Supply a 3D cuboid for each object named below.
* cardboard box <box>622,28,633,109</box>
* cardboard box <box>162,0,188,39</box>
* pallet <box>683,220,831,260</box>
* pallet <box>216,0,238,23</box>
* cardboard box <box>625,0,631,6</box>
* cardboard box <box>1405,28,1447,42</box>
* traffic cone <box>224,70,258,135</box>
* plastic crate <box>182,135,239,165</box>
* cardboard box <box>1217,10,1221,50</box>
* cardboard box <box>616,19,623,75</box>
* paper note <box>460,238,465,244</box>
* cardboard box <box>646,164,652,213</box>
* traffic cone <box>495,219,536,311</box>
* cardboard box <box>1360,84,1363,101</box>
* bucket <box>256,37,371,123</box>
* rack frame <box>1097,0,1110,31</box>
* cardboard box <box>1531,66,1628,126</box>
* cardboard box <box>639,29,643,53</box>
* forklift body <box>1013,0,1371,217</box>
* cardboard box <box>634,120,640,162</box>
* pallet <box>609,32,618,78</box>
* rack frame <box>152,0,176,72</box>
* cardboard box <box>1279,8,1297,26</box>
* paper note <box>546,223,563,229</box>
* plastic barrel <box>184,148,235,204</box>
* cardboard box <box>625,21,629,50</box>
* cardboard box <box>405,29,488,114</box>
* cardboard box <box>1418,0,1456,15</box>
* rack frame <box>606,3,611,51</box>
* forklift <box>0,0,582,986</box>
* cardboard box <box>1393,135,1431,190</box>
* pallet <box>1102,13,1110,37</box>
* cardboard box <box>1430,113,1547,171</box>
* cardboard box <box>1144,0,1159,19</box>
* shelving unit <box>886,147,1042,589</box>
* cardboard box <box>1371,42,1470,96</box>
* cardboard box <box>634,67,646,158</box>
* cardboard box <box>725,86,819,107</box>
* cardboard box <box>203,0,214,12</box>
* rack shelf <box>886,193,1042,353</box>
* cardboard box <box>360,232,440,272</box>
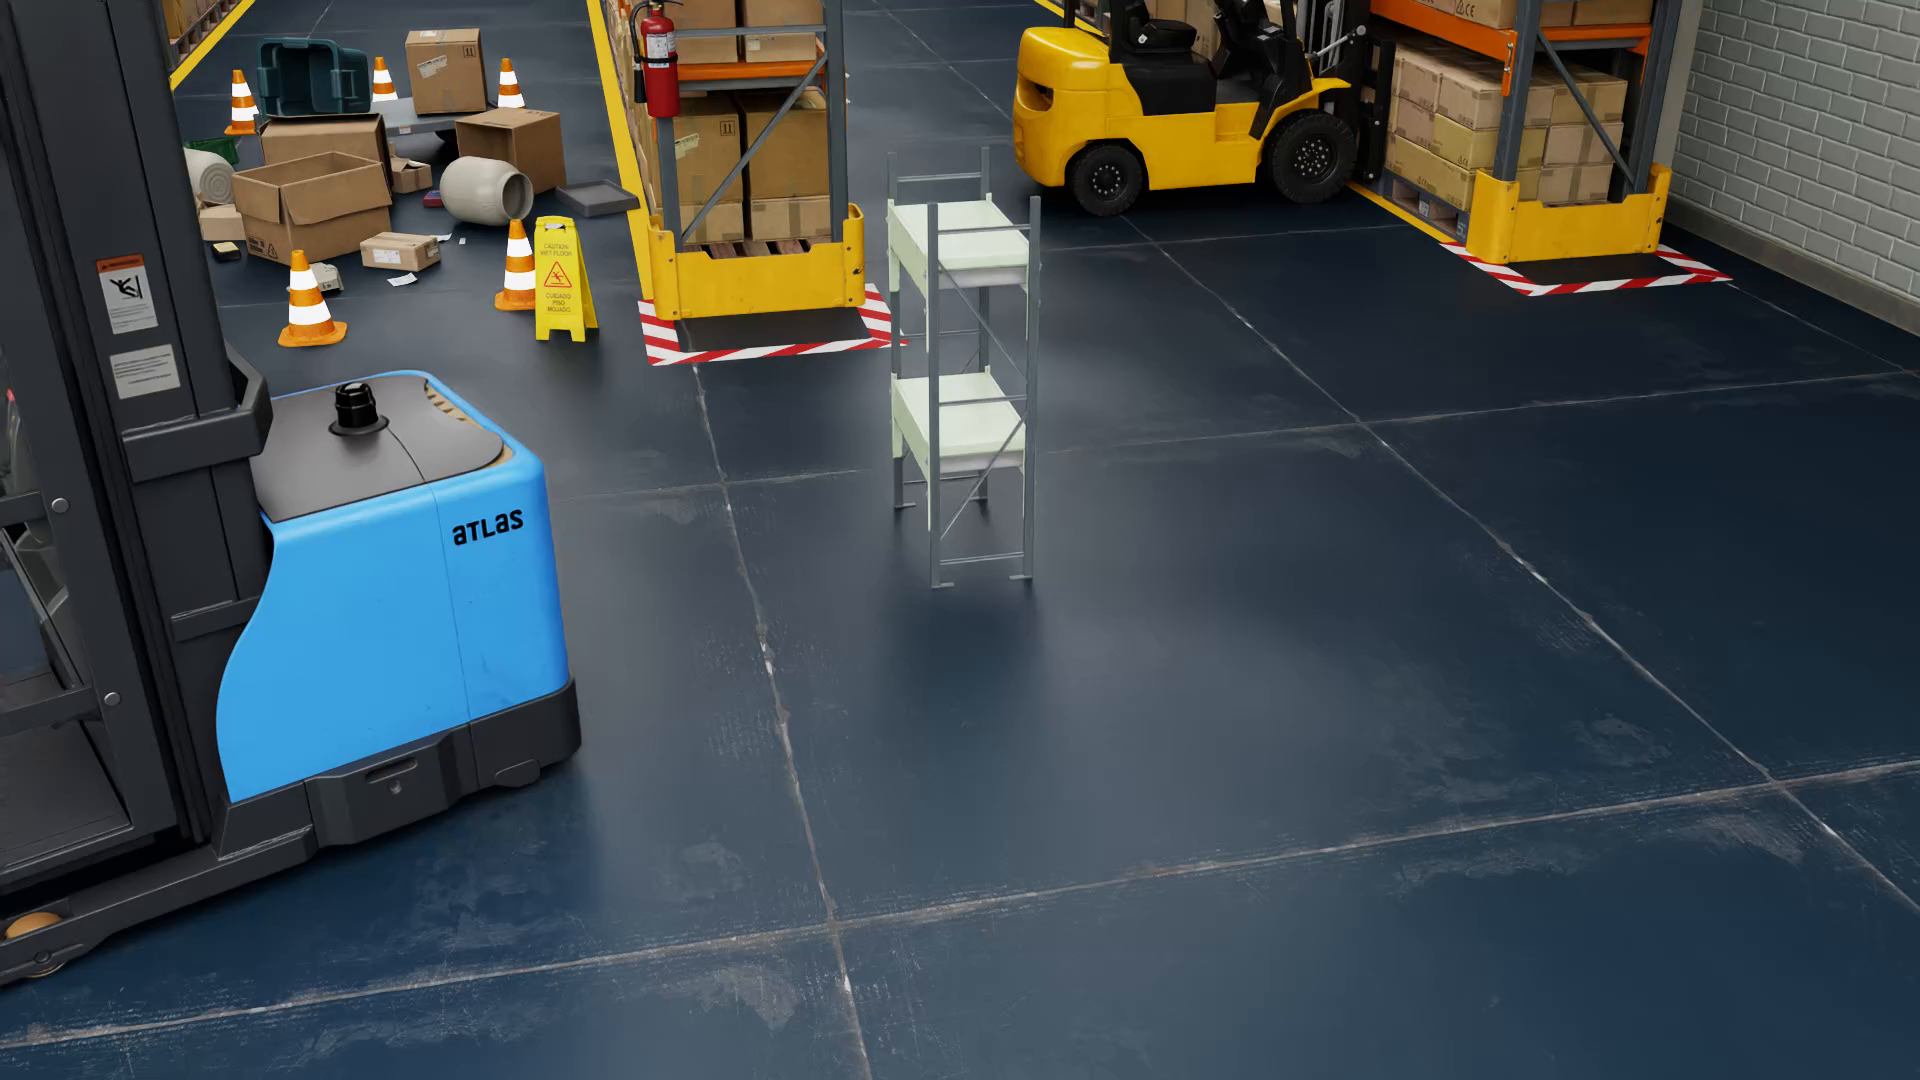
[{"bbox_3d":[-2.144,-3.406,11.923,0.500,0.500,0.500,-5,27,-9],"label":"cardboard box"},{"bbox_3d":[-7.626,-5.015,15.665,0.500,0.500,0.500,-7,28,-14],"label":"cardboard box"},{"bbox_3d":[-1.278,-1.791,10.064,1.003,0.211,1.213,-6,27,-12],"label":"pallet"},{"bbox_3d":[-8.440,-5.777,17.960,1.003,0.211,1.213,-6,27,-12],"label":"pallet"},{"bbox_3d":[-1.976,-3.552,10.738,0.380,0.149,0.250,-6,27,-11],"label":"cardboard box"},{"bbox_3d":[3.472,-3.450,11.731,0.500,0.250,0.500,-6,27,-13],"label":"cardboard box"},{"bbox_3d":[-5.645,-3.461,13.093,0.336,0.463,0.334,-6,27,-12],"label":"traffic cone"},{"bbox_3d":[-5.498,-2.678,11.784,0.450,0.188,0.662,-2,25,20],"label":"plastic crate"},{"bbox_3d":[2.693,-4.259,14.028,0.875,0.625,0.625,-5,27,-9],"label":"cardboard box"},{"bbox_3d":[-2.458,-4.263,14.317,0.950,0.372,0.625,-5,27,-10],"label":"cardboard box"},{"bbox_3d":[-3.132,-1.883,10.470,0.032,0.001,0.123,-6,27,-12],"label":"paper note"},{"bbox_3d":[-1.666,-2.158,10.282,0.500,0.250,0.500,-6,27,-11],"label":"cardboard box"},{"bbox_3d":[-2.466,-1.567,9.342,0.336,0.463,0.334,-6,27,-12],"label":"traffic cone"},{"bbox_3d":[2.960,-3.179,11.749,0.500,0.250,0.500,-6,27,-12],"label":"cardboard box"},{"bbox_3d":[-4.537,-3.243,11.791,0.726,0.611,0.620,3,17,6],"label":"bucket"},{"bbox_3d":[1.920,-6.660,16.615,1.000,3.000,0.127,-6,27,-12],"label":"rack frame"},{"bbox_3d":[3.799,-2.784,10.413,0.500,0.250,0.500,-6,27,-12],"label":"cardboard box"},{"bbox_3d":[-1.570,-2.772,9.192,0.380,0.149,0.250,-6,27,-12],"label":"cardboard box"},{"bbox_3d":[1.518,-3.416,11.131,2.313,2.155,1.214,-6,27,-12],"label":"forklift body"},{"bbox_3d":[-2.013,-2.838,11.630,0.500,0.250,0.500,-4,27,-9],"label":"cardboard box"},{"bbox_3d":[-2.741,-4.566,15.562,1.003,0.211,1.213,-6,27,-12],"label":"pallet"},{"bbox_3d":[-7.715,-5.607,14.530,1.000,3.000,0.127,-6,27,-12],"label":"rack frame"},{"bbox_3d":[2.730,-3.840,12.505,0.500,0.250,0.500,-6,27,-12],"label":"cardboard box"},{"bbox_3d":[-2.648,-2.040,10.758,0.142,0.019,0.148,-16,31,-29],"label":"paper note"},{"bbox_3d":[-5.064,-2.359,10.953,0.512,0.421,0.421,13,30,24],"label":"plastic barrel"},{"bbox_3d":[-2.057,-3.410,11.209,0.380,0.149,0.250,-5,27,-10],"label":"cardboard box"},{"bbox_3d":[-3.741,-3.426,12.143,0.500,0.500,0.500,-6,27,-12],"label":"cardboard box"},{"bbox_3d":[3.248,-3.610,10.463,0.500,0.500,0.500,-5,27,-10],"label":"cardboard box"},{"bbox_3d":[-2.915,-6.154,15.614,1.000,3.000,0.127,-6,27,-12],"label":"rack frame"},{"bbox_3d":[-2.689,-0.361,4.212,3.031,2.935,1.130,-19,32,-32],"label":"forklift"},{"bbox_3d":[3.206,-2.501,10.962,0.500,0.250,0.500,-6,27,-12],"label":"cardboard box"},{"bbox_3d":[2.067,-5.049,16.520,1.003,0.211,1.213,-6,27,-12],"label":"pallet"},{"bbox_3d":[3.308,-2.513,10.430,0.500,0.250,0.500,-6,27,-12],"label":"cardboard box"},{"bbox_3d":[2.202,-5.226,15.944,0.875,0.625,0.625,-5,27,-10],"label":"cardboard box"},{"bbox_3d":[0.002,-0.667,6.406,0.431,1.500,0.755,-6,27,-12],"label":"shelving unit"},{"bbox_3d":[3.071,-3.169,11.175,0.500,0.250,0.500,-6,27,-11],"label":"cardboard box"},{"bbox_3d":[-1.775,-2.713,10.549,0.500,0.500,0.500,-7,28,-13],"label":"cardboard box"},{"bbox_3d":[-1.153,-2.558,10.243,0.500,0.500,0.500,-7,28,-14],"label":"cardboard box"},{"bbox_3d":[-7.978,-5.684,16.991,0.500,0.500,0.500,-7,28,-13],"label":"cardboard box"},{"bbox_3d":[0.002,-1.015,6.230,0.431,0.370,0.720,-6,27,-12],"label":"rack shelf"},{"bbox_3d":[-3.376,-1.739,10.031,0.380,0.149,0.250,8,28,15],"label":"cardboard box"}]
